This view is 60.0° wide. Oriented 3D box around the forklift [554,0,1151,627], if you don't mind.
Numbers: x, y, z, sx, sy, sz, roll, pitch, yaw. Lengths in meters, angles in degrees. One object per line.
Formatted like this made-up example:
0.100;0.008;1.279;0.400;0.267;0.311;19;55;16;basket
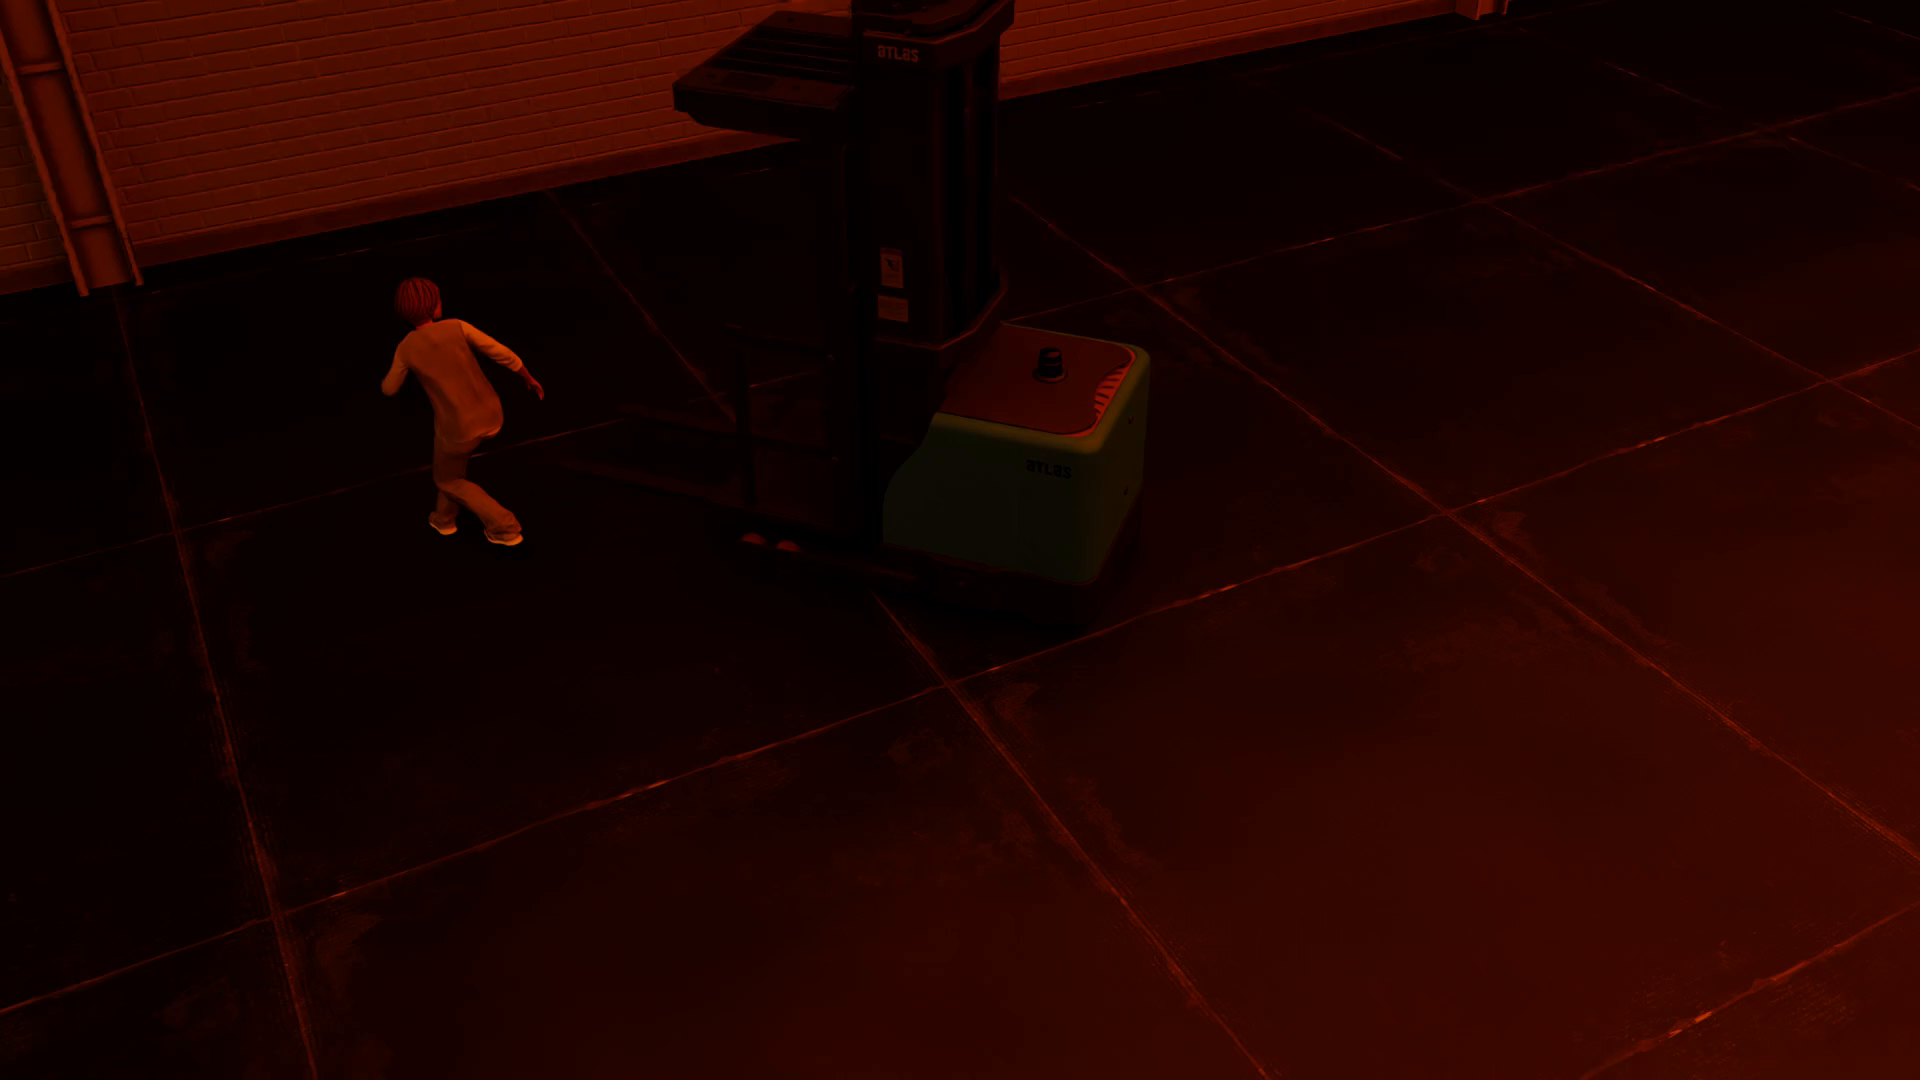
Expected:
-0.626;-1.299;7.960;3.031;2.935;1.130;12;37;16;forklift

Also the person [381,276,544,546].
-2.496;-0.665;8.364;0.702;1.465;0.764;-29;44;-34;person
